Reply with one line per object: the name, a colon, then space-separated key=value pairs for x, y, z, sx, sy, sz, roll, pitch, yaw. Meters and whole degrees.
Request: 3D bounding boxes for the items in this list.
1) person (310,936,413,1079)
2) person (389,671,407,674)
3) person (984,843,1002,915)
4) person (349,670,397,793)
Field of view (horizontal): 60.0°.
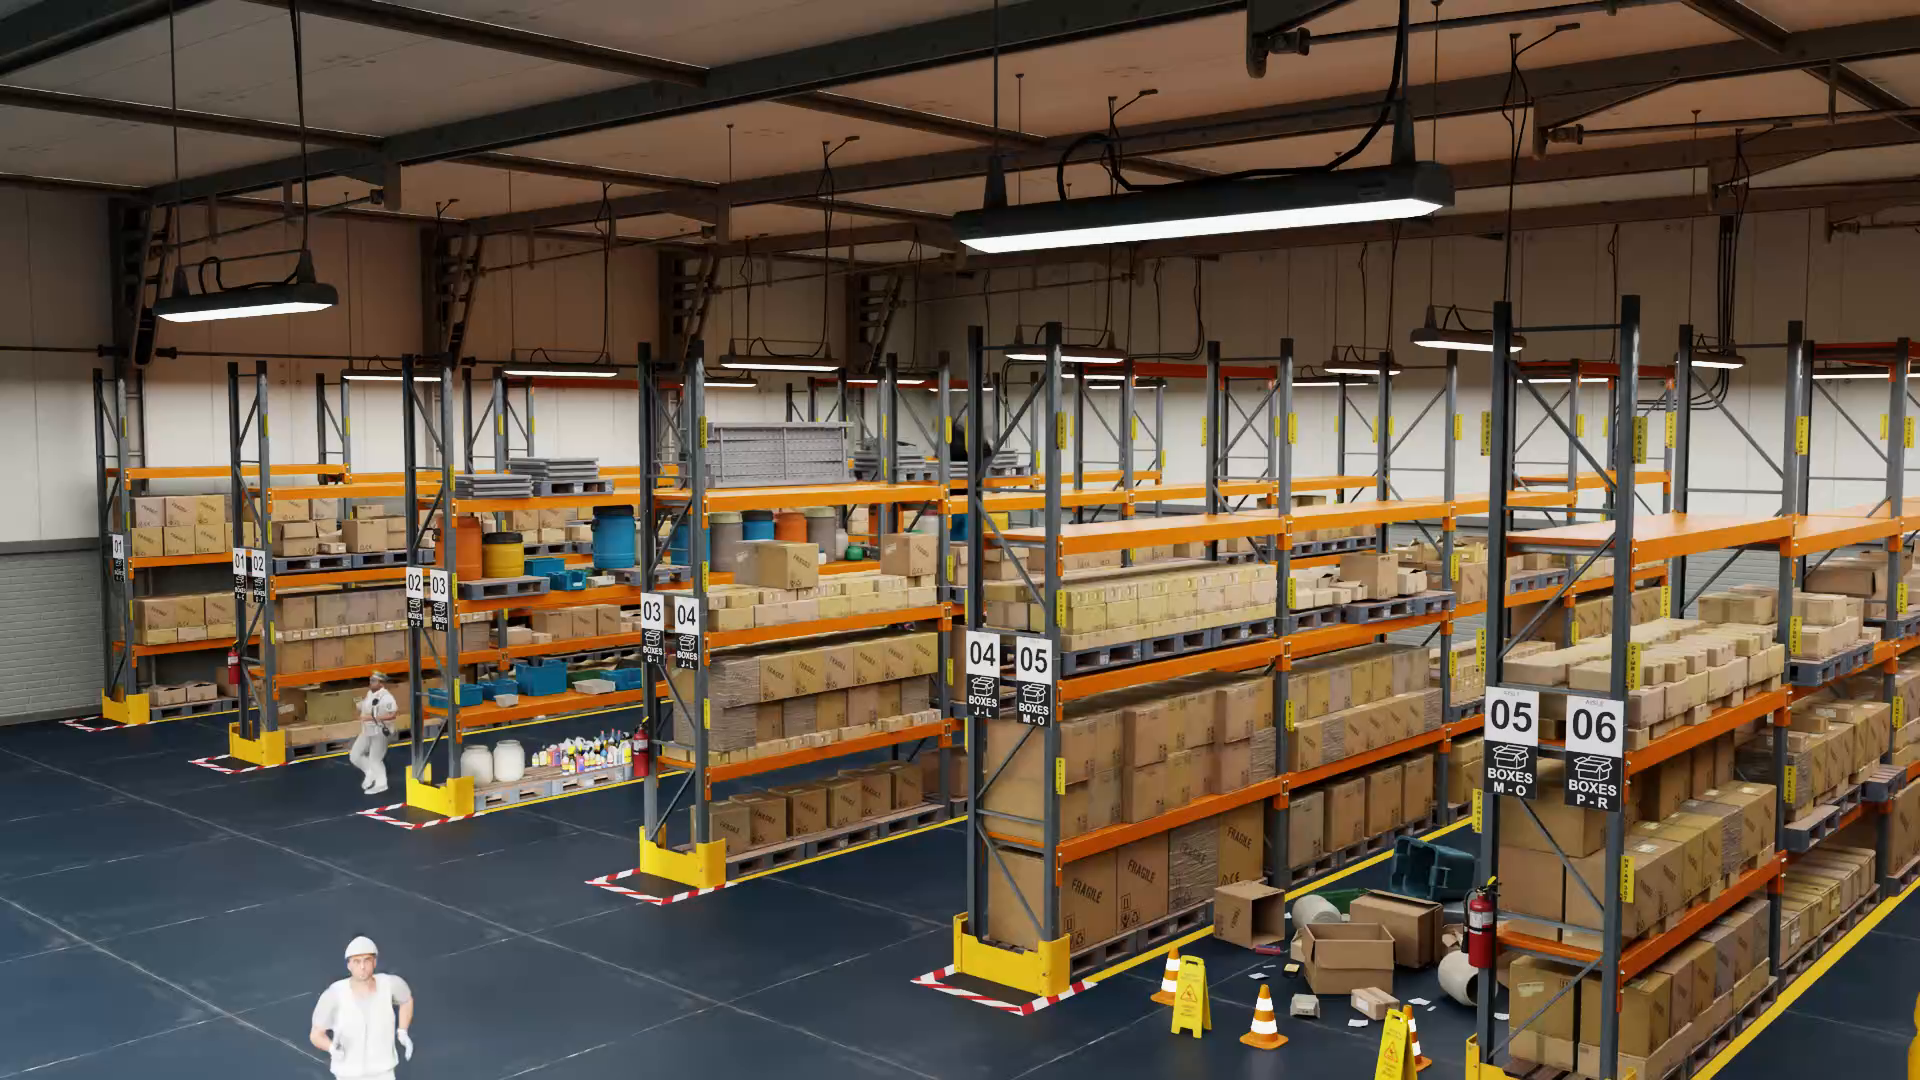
person: x=-3.868 y=3.457 z=10.817 sx=0.654 sy=1.776 sz=0.985 roll=-2 pitch=5 yaw=-24
person: x=-9.739 y=2.214 z=29.072 sx=0.516 sy=1.632 sz=0.759 roll=3 pitch=5 yaw=36
person: x=0.466 y=3.007 z=17.626 sx=0.605 sy=1.727 sz=0.856 roll=3 pitch=5 yaw=39
person: x=-8.034 y=2.638 z=22.833 sx=0.681 sy=1.734 sz=0.565 roll=3 pitch=5 yaw=34
